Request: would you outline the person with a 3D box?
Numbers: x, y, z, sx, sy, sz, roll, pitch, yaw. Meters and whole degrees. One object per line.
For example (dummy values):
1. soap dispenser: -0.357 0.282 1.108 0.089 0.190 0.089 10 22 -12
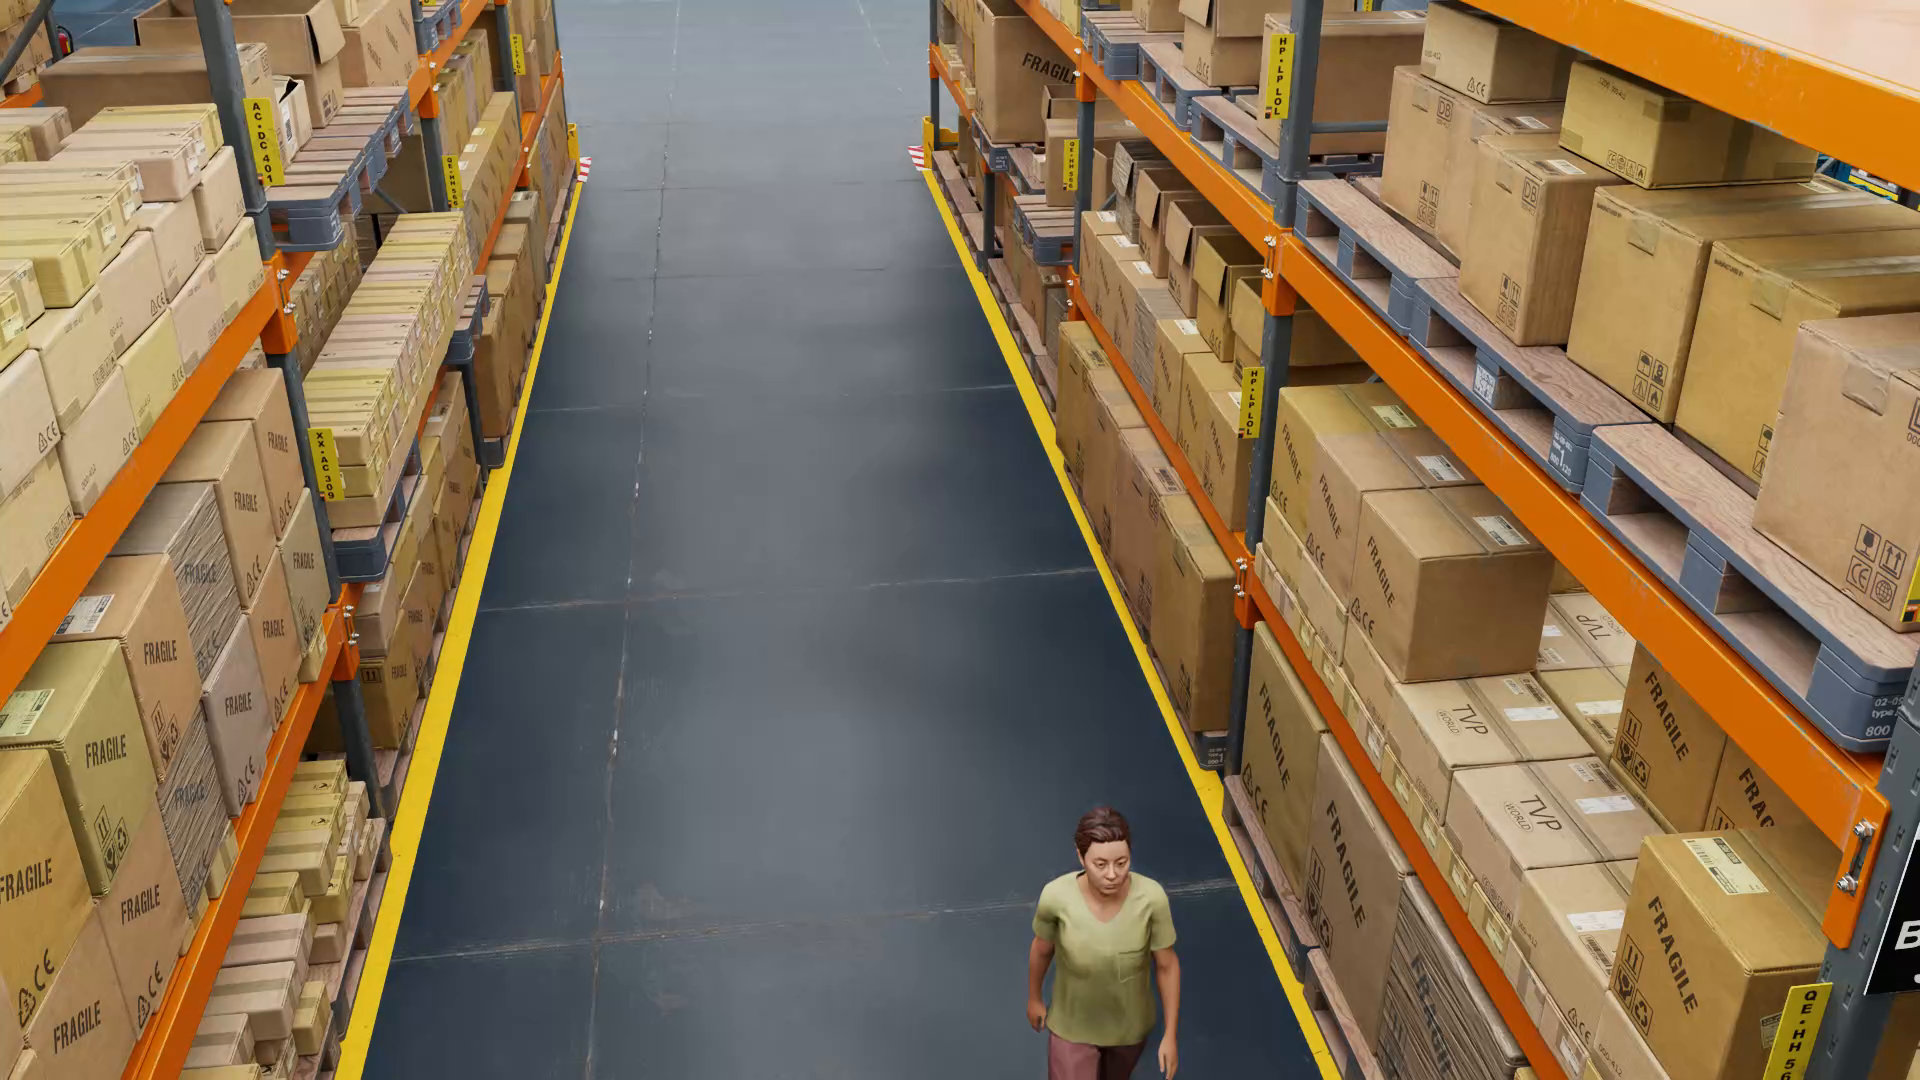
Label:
1. person: 0.484 1.638 5.411 0.471 1.639 0.887 -3 27 -5
